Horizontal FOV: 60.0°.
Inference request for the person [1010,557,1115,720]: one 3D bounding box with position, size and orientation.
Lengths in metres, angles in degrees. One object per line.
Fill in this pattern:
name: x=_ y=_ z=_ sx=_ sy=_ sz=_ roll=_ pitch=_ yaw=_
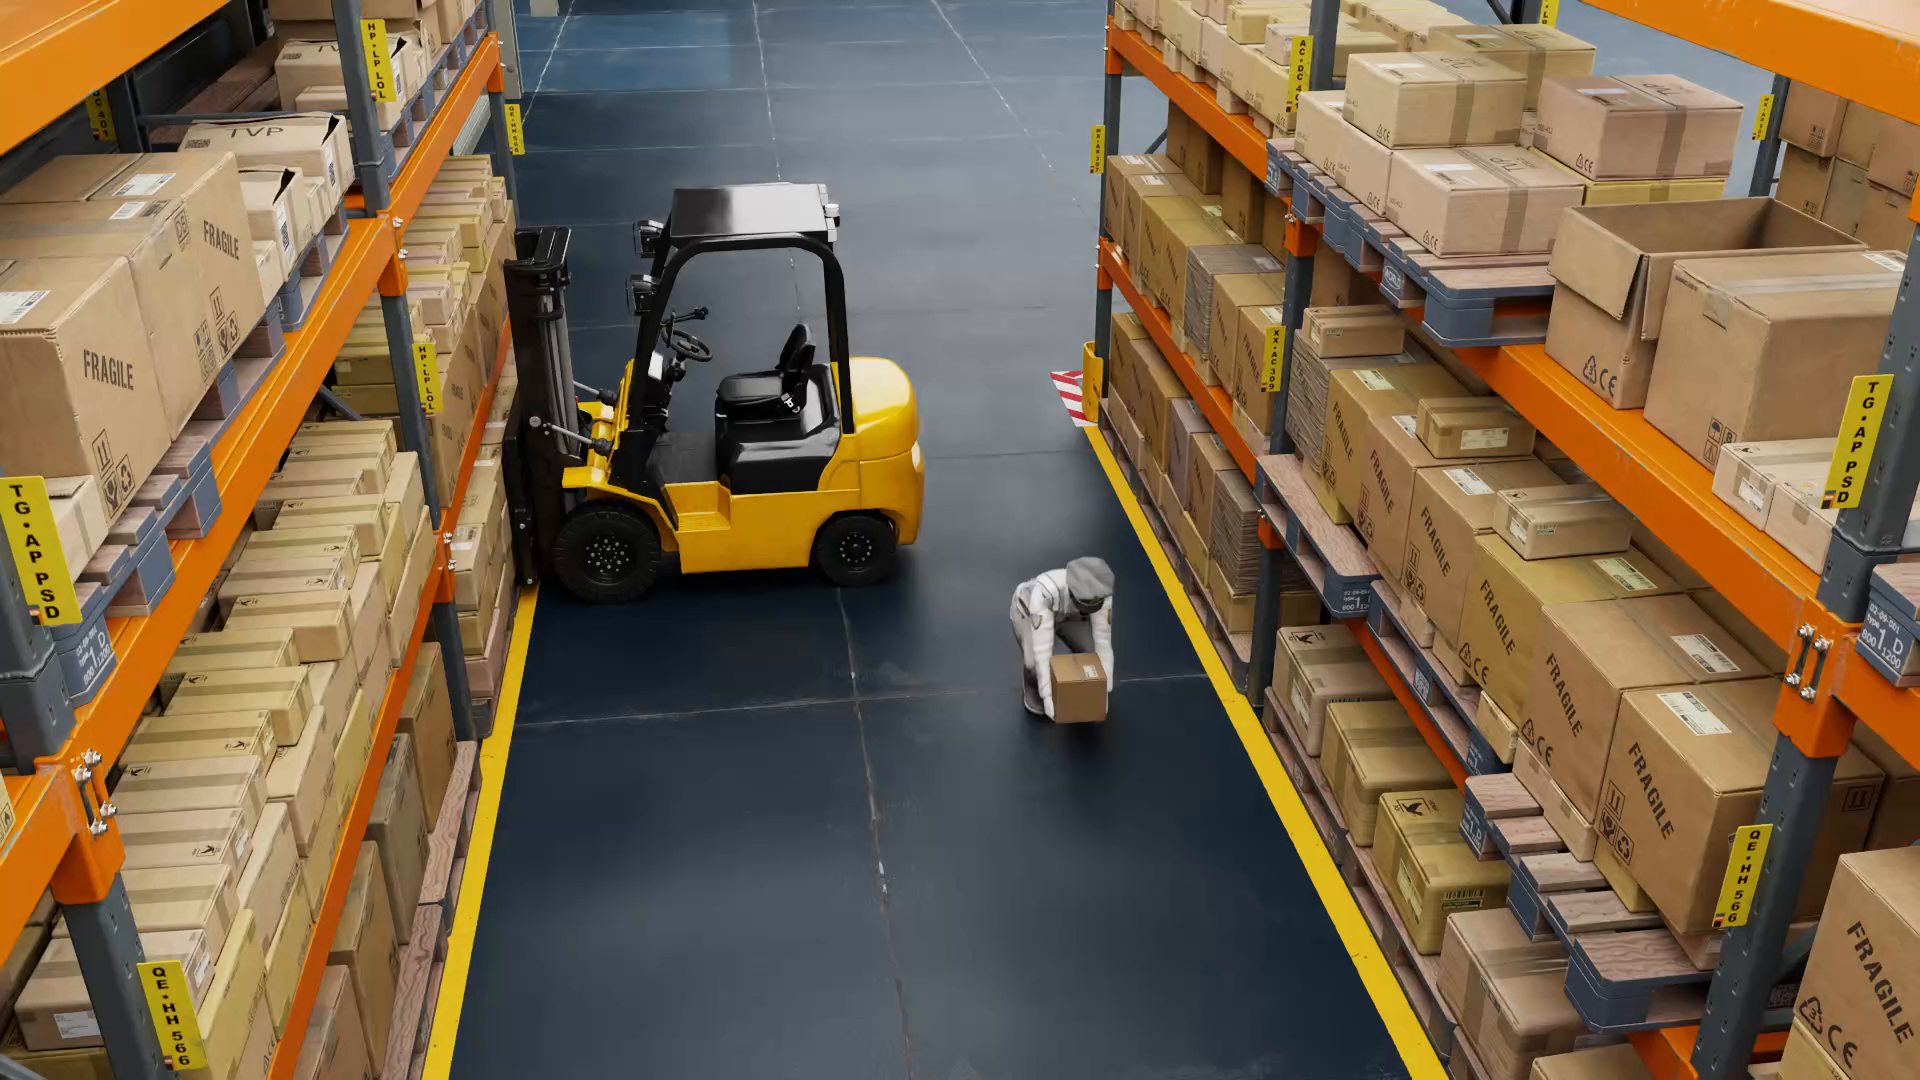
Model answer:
person: x=0.543 y=0.452 z=8.504 sx=0.443 sy=0.981 sz=0.843 roll=-6 pitch=28 yaw=-12
